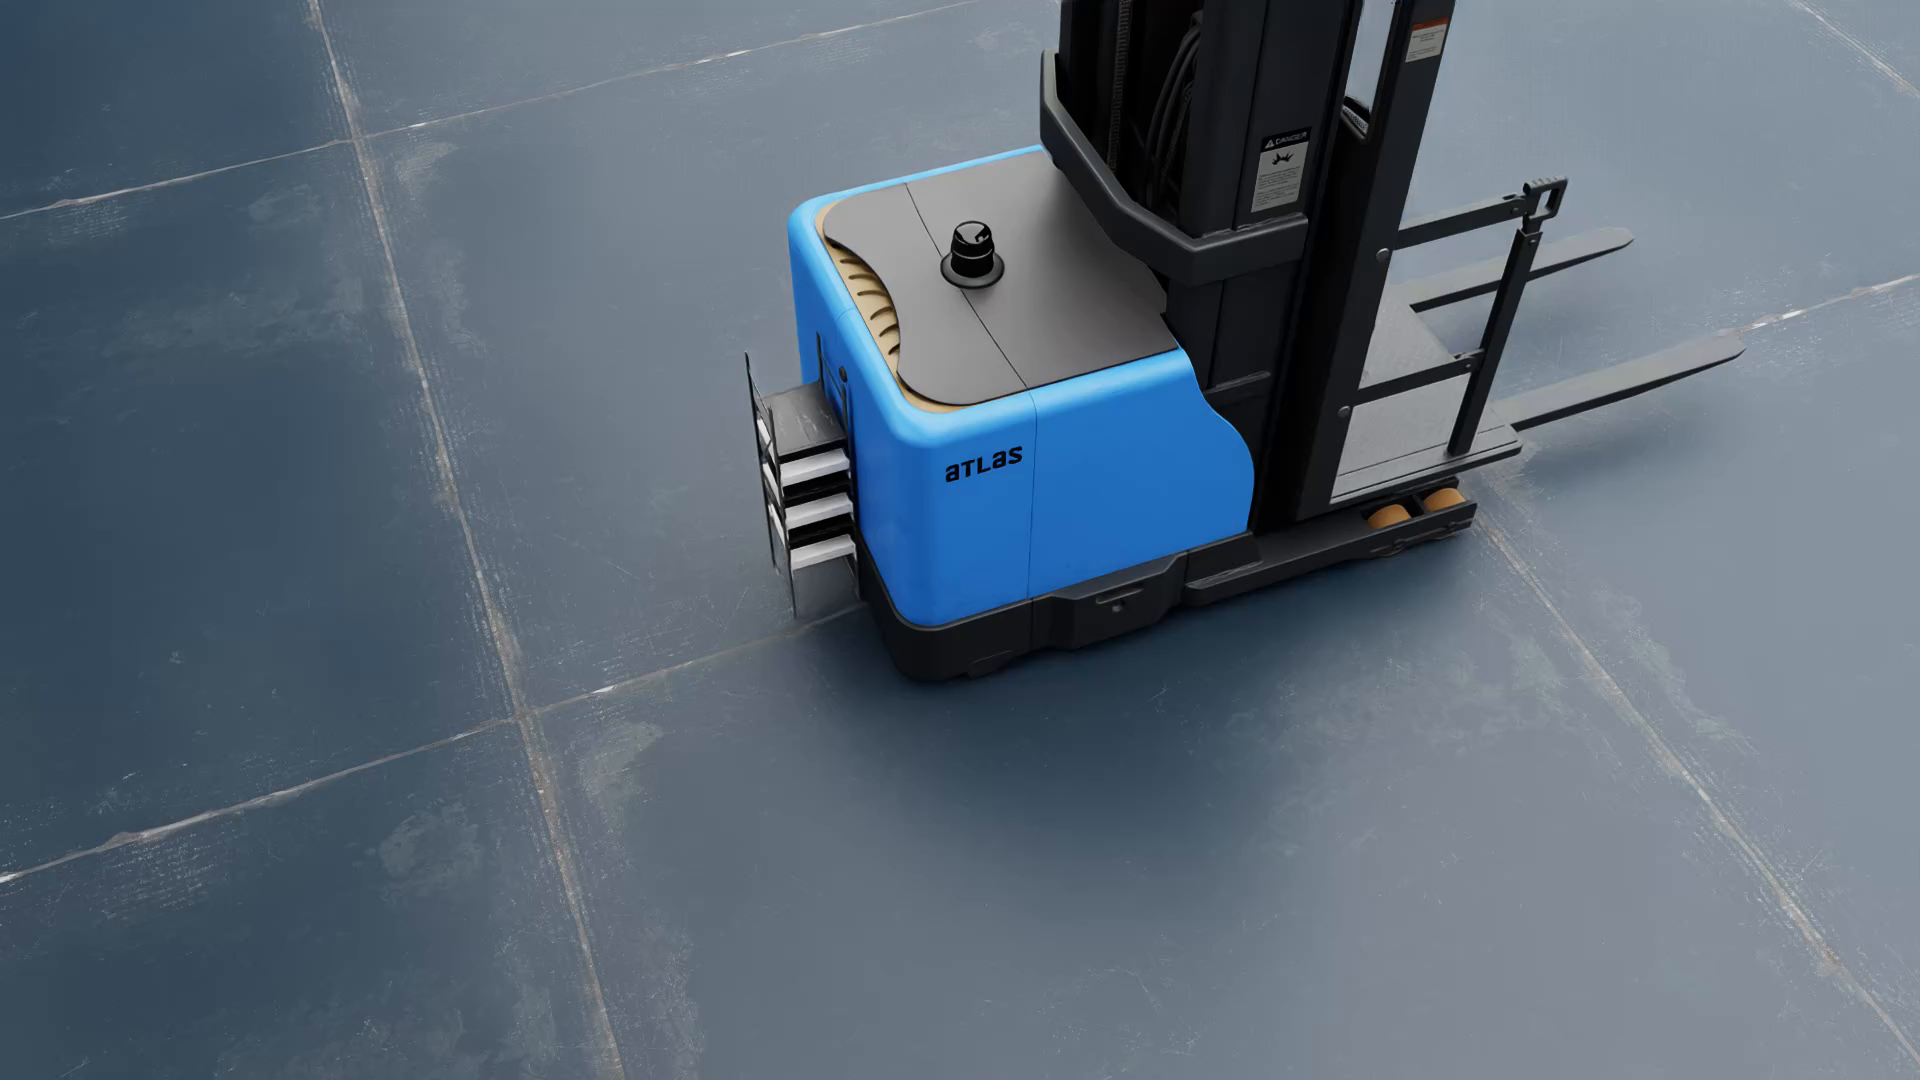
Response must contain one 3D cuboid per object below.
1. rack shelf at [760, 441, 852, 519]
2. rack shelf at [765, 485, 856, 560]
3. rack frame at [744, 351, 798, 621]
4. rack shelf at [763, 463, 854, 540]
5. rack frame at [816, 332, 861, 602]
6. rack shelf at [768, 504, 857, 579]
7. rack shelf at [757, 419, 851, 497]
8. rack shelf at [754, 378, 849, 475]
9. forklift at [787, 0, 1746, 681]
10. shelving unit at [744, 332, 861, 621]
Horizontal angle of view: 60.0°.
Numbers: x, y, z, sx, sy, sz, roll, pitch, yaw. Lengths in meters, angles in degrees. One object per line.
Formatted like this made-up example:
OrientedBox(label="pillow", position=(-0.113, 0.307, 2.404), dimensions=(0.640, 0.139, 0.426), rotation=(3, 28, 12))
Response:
OrientedBox(label="rack shelf", position=(-0.444, -0.199, 4.753), dimensions=(0.200, 0.077, 0.258), rotation=(-16, 51, -14))
OrientedBox(label="rack shelf", position=(-0.444, -0.082, 4.890), dimensions=(0.200, 0.077, 0.258), rotation=(-16, 51, -14))
OrientedBox(label="rack frame", position=(-0.538, -0.134, 4.772), dimensions=(0.006, 0.900, 0.240), rotation=(-16, 51, -14))
OrientedBox(label="rack shelf", position=(-0.444, -0.140, 4.821), dimensions=(0.200, 0.077, 0.258), rotation=(-16, 51, -14))
OrientedBox(label="rack frame", position=(-0.349, -0.190, 4.820), dimensions=(0.006, 0.900, 0.240), rotation=(-16, 51, -14))
OrientedBox(label="rack shelf", position=(-0.444, -0.023, 4.958), dimensions=(0.200, 0.077, 0.258), rotation=(-16, 51, -14))
OrientedBox(label="rack shelf", position=(-0.444, -0.258, 4.685), dimensions=(0.200, 0.077, 0.258), rotation=(-16, 51, -14))
OrientedBox(label="rack shelf", position=(-0.444, -0.316, 4.616), dimensions=(0.200, 0.077, 0.258), rotation=(-16, 51, -14))
OrientedBox(label="forklift", position=(1.073, -1.263, 4.403), dimensions=(3.031, 2.935, 1.130), rotation=(-16, 51, -14))
OrientedBox(label="shelving unit", position=(-0.444, -0.162, 4.796), dimensions=(0.210, 0.900, 0.258), rotation=(-16, 51, -14))
